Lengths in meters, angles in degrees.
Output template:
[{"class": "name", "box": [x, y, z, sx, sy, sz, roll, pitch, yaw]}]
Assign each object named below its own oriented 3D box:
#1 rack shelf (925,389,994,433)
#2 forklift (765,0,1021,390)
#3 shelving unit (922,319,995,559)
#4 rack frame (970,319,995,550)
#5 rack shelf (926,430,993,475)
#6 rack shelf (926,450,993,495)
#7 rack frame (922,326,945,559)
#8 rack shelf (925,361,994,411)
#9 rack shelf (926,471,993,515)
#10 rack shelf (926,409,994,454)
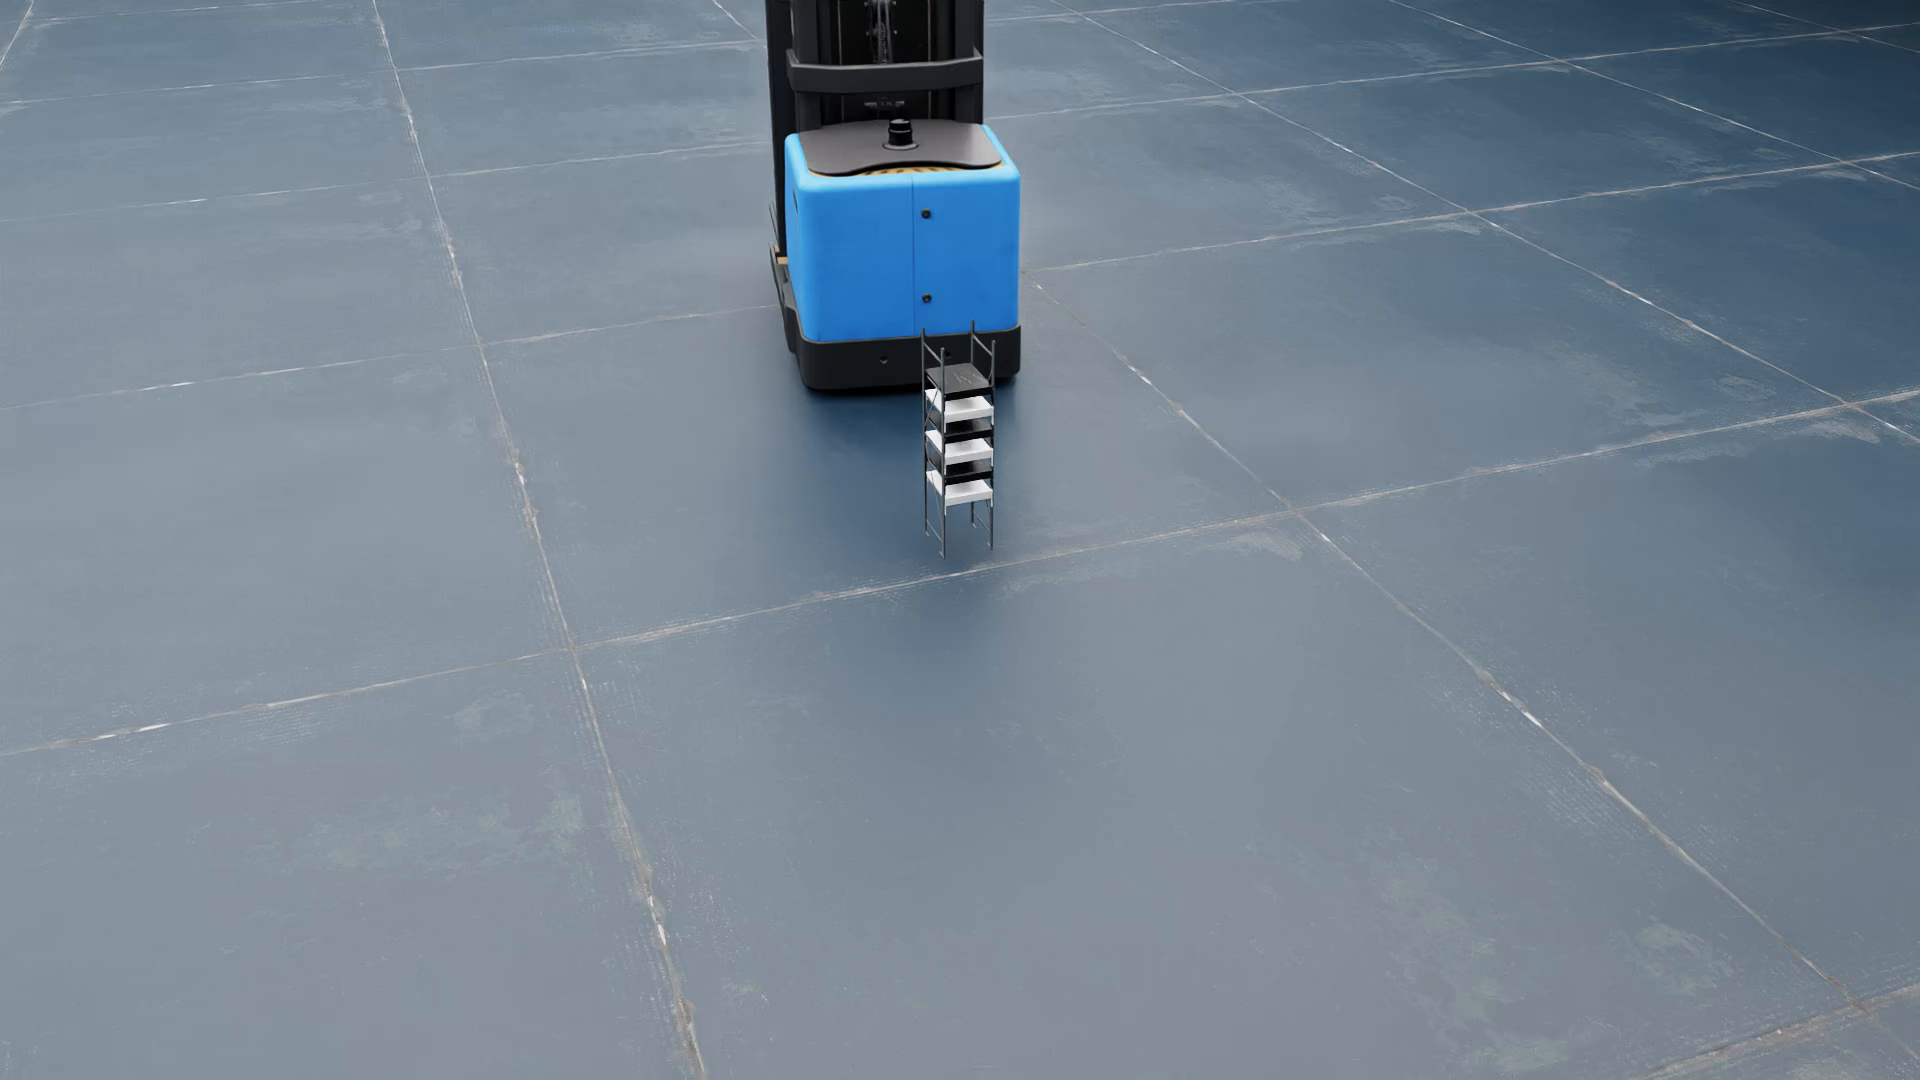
[{"class": "rack shelf", "box": [-0.008, -0.517, 6.452, 0.200, 0.077, 0.258, -10, 31, -18]}, {"class": "forklift", "box": [-0.466, -2.693, 8.516, 1.130, 2.935, 3.031, -5, 30, -8]}, {"class": "shelving unit", "box": [-0.008, -0.390, 6.525, 0.210, 0.900, 0.258, -10, 31, -18]}, {"class": "rack frame", "box": [0.088, -0.407, 6.556, 0.006, 0.900, 0.240, -10, 31, -18]}, {"class": "rack shelf", "box": [-0.008, -0.361, 6.541, 0.200, 0.077, 0.258, -10, 31, -18]}, {"class": "rack shelf", "box": [-0.008, -0.282, 6.586, 0.200, 0.077, 0.258, -10, 31, -18]}, {"class": "rack frame", "box": [-0.103, -0.372, 6.494, 0.006, 0.900, 0.240, -10, 31, -18]}, {"class": "rack shelf", "box": [-0.008, -0.595, 6.408, 0.200, 0.077, 0.258, -10, 31, -18]}, {"class": "rack shelf", "box": [-0.008, -0.204, 6.630, 0.200, 0.077, 0.258, -10, 31, -18]}, {"class": "rack shelf", "box": [-0.008, -0.439, 6.497, 0.200, 0.077, 0.258, -10, 31, -18]}]
